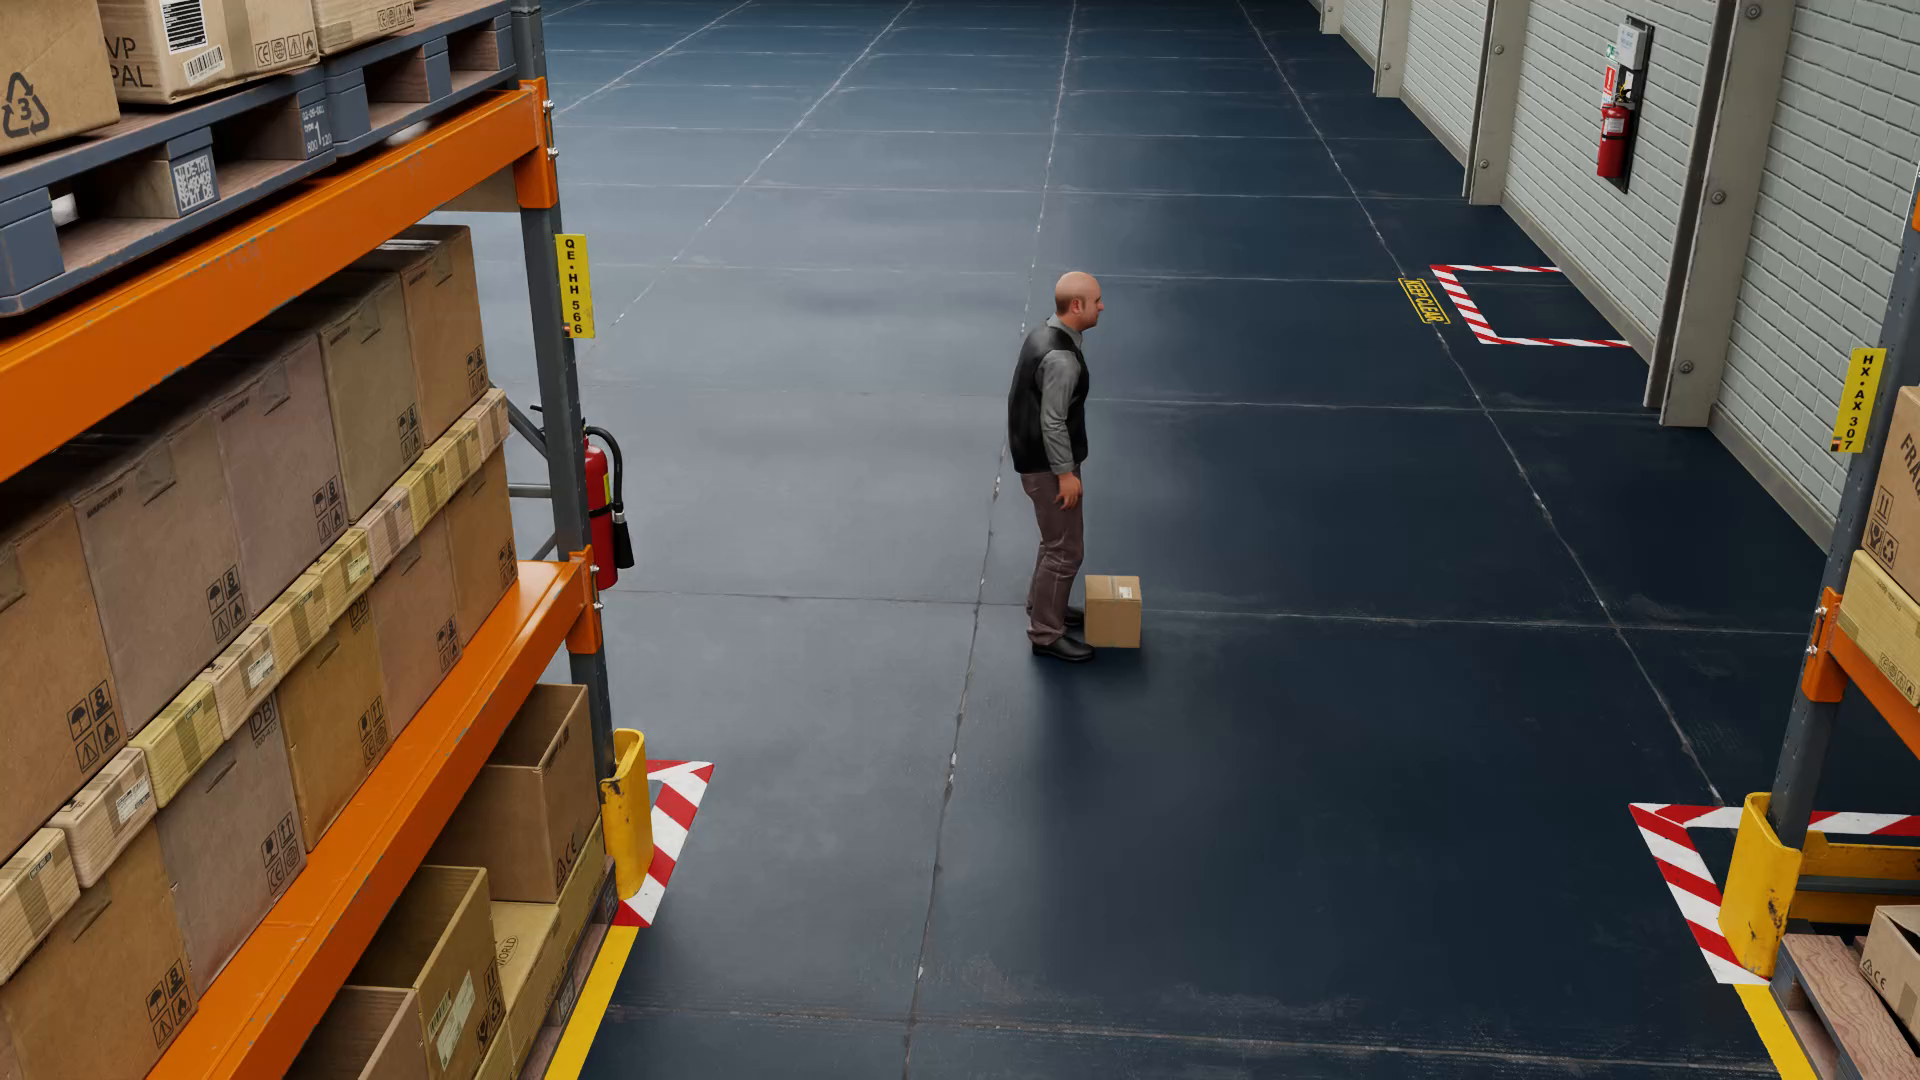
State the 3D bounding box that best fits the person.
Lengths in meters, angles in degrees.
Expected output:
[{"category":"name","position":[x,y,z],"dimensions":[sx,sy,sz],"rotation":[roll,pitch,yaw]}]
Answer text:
[{"category":"person","position":[0.420,-0.346,7.399],"dimensions":[0.423,1.720,0.586],"rotation":[0,24,1]}]
